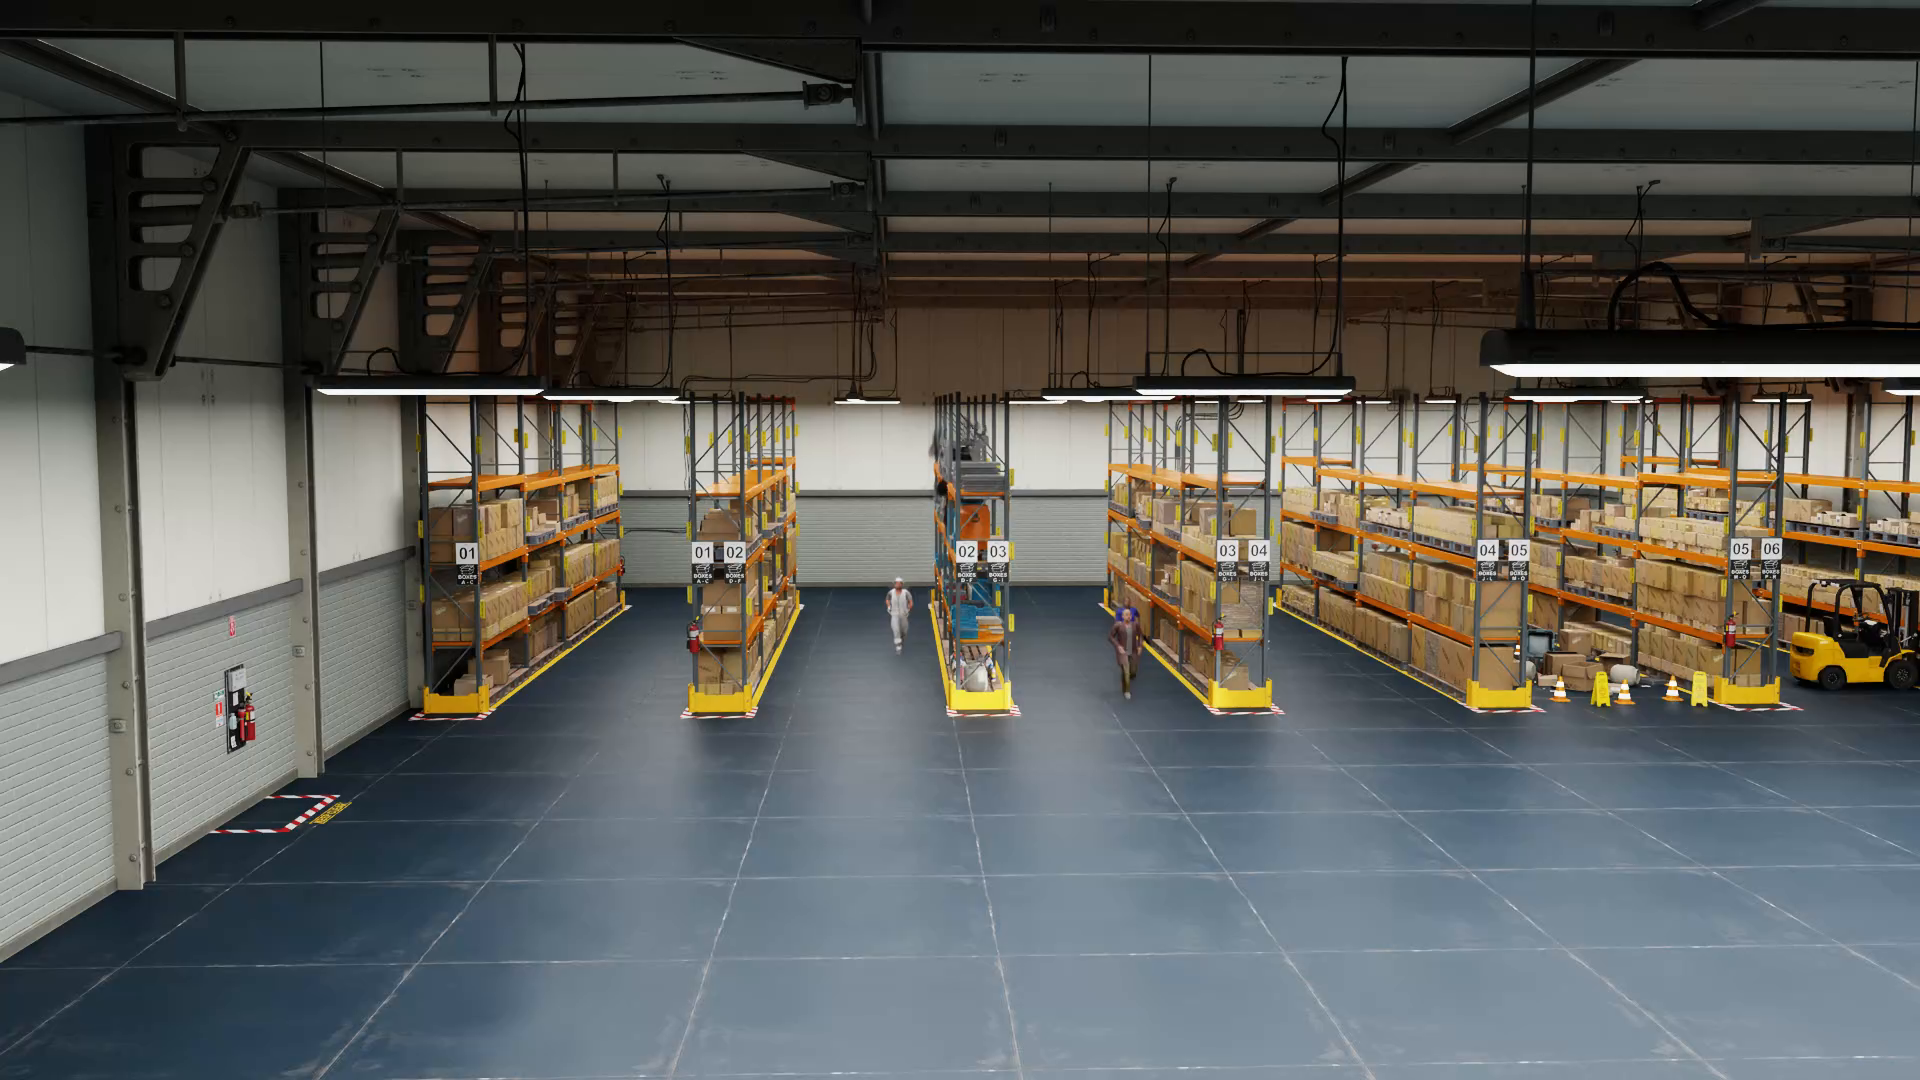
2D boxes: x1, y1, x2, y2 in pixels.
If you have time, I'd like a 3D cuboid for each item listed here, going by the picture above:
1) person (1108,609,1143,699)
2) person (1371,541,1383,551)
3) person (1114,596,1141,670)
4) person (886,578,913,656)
[{"bbox_3d":[3.276,2.271,32.882,0.741,1.661,0.668,-1,5,-15],"label":"person"},{"bbox_3d":[12.448,0.857,49.935,0.569,1.721,0.674,-1,5,-16],"label":"person"},{"bbox_3d":[3.605,2.059,35.718,0.589,1.717,0.723,0,5,0],"label":"person"},{"bbox_3d":[-1.408,1.763,38.741,0.633,1.770,1.068,0,5,-5],"label":"person"}]
